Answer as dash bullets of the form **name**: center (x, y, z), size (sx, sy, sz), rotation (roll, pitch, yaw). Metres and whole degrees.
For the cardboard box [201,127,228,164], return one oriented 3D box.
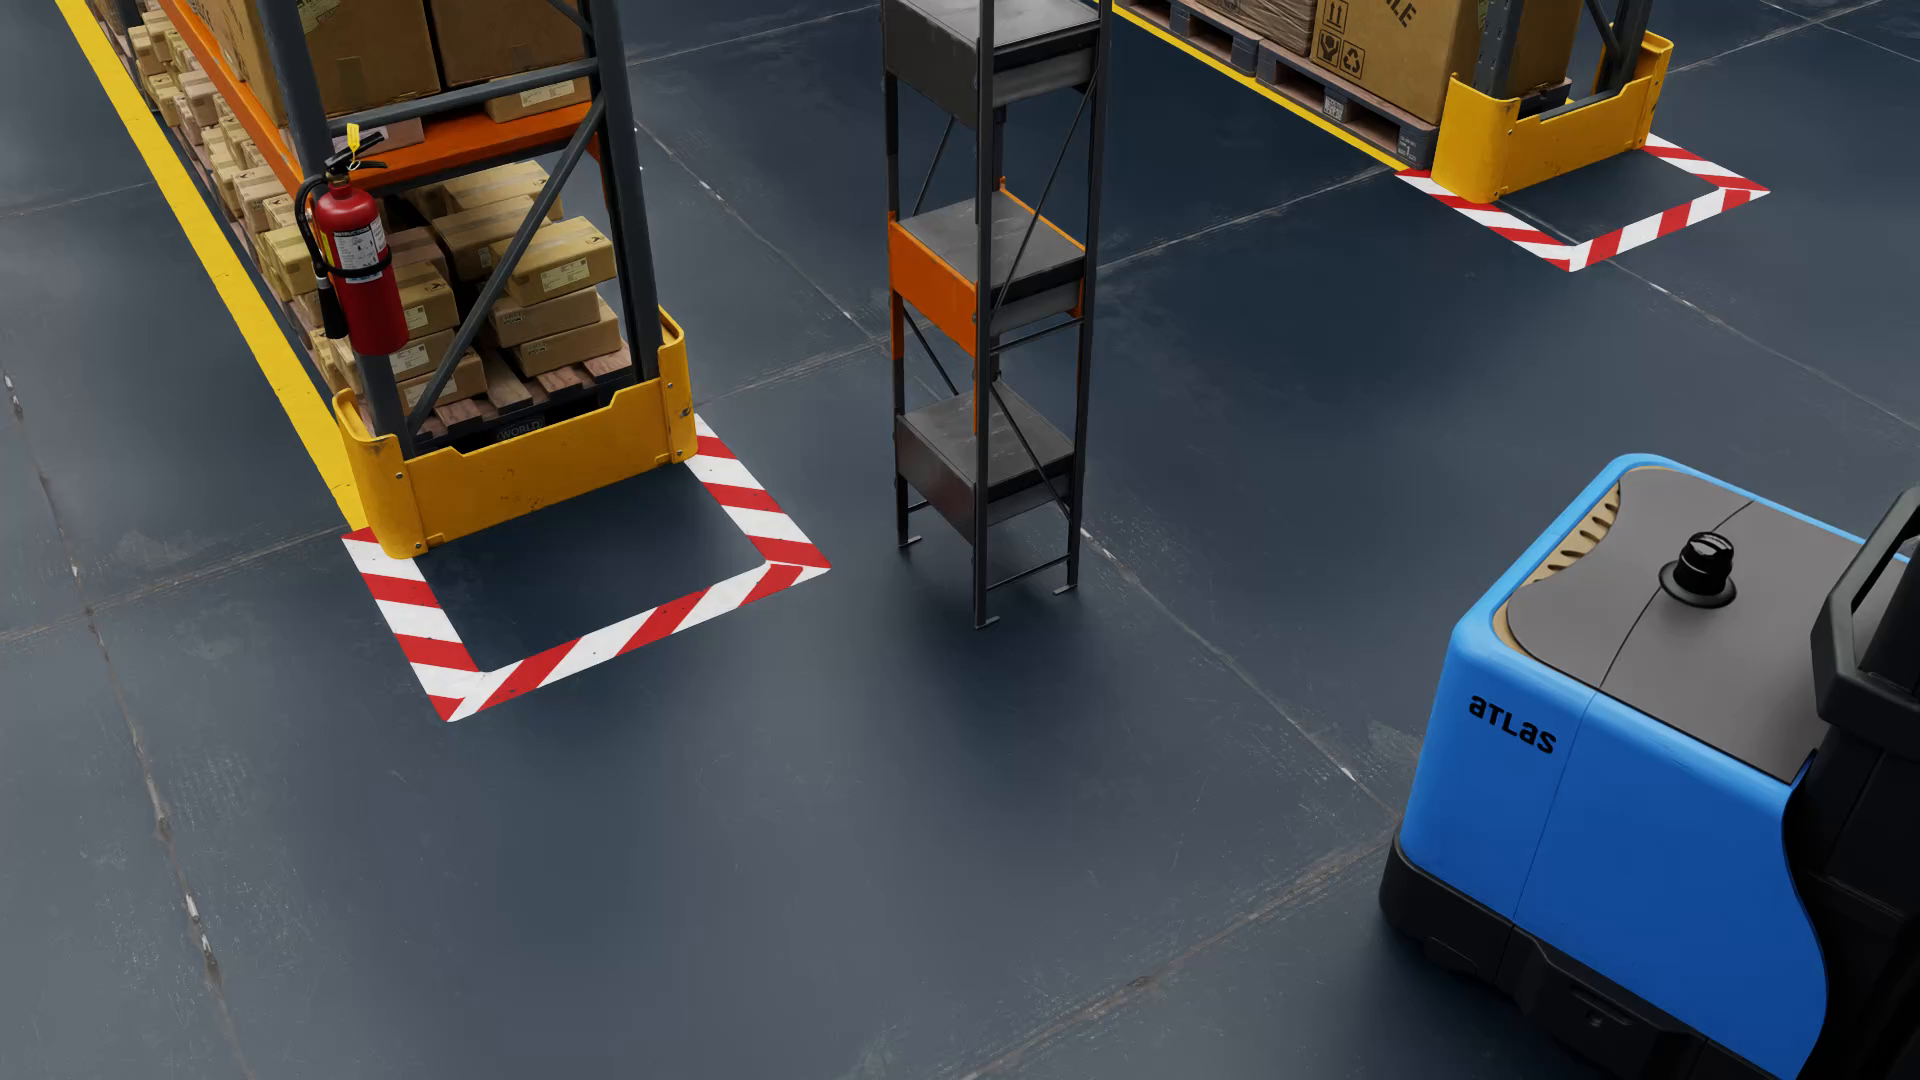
- **cardboard box**: center (-2.987, -1.670, 7.077), size (0.380, 0.149, 0.250), rotation (-23, 45, -25)

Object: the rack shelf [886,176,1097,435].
- **rack shelf**: center (0.089, -0.707, 4.979), size (0.431, 0.518, 0.480), rotation (-22, 45, -24)

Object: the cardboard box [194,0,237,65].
- **cardboard box**: center (-2.219, -1.909, 5.387), size (0.500, 0.500, 0.500), rotation (-23, 45, -25)

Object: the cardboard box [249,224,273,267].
- **cardboard box**: center (-2.582, -1.244, 6.567), size (0.380, 0.149, 0.250), rotation (-22, 44, -24)

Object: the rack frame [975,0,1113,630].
- **rack frame**: center (0.220, -0.586, 4.813), size (0.400, 2.100, 0.015), rotation (-22, 45, -24)

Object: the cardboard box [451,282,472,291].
- **cardboard box**: center (-1.848, -1.026, 6.537), size (0.380, 0.149, 0.250), rotation (-22, 44, -24)

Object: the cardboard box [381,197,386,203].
- **cardboard box**: center (-2.309, -1.561, 6.947), size (0.380, 0.149, 0.250), rotation (-20, 44, -22)

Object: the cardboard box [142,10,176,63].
- **cardboard box**: center (-3.530, -2.350, 7.661), size (0.380, 0.149, 0.250), rotation (-20, 44, -22)

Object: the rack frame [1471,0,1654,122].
- **rack frame**: center (2.749, -2.975, 6.977), size (1.000, 3.000, 0.127), rotation (-22, 45, -24)

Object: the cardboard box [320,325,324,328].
- **cardboard box**: center (-2.239, -0.877, 6.358), size (0.380, 0.149, 0.250), rotation (-22, 45, -25)

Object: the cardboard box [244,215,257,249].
- **cardboard box**: center (-2.703, -1.276, 6.837), size (0.380, 0.149, 0.250), rotation (-21, 44, -24)

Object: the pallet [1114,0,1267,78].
- **pallet**: center (1.601, -2.966, 9.145), size (1.003, 0.211, 1.213), rotation (-22, 45, -24)

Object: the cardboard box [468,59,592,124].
- **cardboard box**: center (-1.385, -1.513, 5.419), size (0.380, 0.149, 0.250), rotation (-23, 45, -25)

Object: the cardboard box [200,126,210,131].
- **cardboard box**: center (-3.214, -1.861, 7.539), size (0.380, 0.149, 0.250), rotation (-23, 45, -25)

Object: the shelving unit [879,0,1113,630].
- **shelving unit**: center (0.089, -0.717, 4.971), size (0.431, 2.100, 0.503), rotation (-22, 45, -24)

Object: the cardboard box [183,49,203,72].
- **cardboard box**: center (-3.193, -2.097, 7.358), size (0.380, 0.149, 0.250), rotation (-23, 45, -25)

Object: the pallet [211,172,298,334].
- **pallet**: center (-2.587, -1.401, 7.266), size (1.003, 0.211, 1.213), rotation (-22, 45, -24)

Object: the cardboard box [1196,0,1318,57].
- **cardboard box**: center (1.848, -3.129, 8.494), size (0.875, 0.875, 0.875), rotation (-22, 45, -24)

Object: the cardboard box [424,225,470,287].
- **cardboard box**: center (-1.859, -1.143, 6.445), size (0.380, 0.149, 0.250), rotation (-22, 44, -24)

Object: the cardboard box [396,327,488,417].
- **cardboard box**: center (-1.946, -0.601, 6.027), size (0.380, 0.149, 0.250), rotation (-21, 44, -24)

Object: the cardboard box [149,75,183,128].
- **cardboard box**: center (-3.570, -2.097, 7.822), size (0.380, 0.149, 0.250), rotation (-21, 44, -23)

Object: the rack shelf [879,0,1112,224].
- **rack shelf**: center (0.089, -1.245, 4.531), size (0.431, 0.518, 0.480), rotation (-22, 45, -24)

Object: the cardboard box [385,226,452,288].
- **cardboard box**: center (-2.072, -0.971, 6.006), size (0.380, 0.149, 0.250), rotation (-21, 44, -24)

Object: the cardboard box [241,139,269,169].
- **cardboard box**: center (-2.644, -1.535, 6.683), size (0.380, 0.149, 0.250), rotation (-24, 45, -26)

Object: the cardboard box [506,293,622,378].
- **cardboard box**: center (-1.499, -0.781, 6.244), size (0.380, 0.149, 0.250), rotation (-21, 44, -24)

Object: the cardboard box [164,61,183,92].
- **cardboard box**: center (-3.501, -2.250, 7.774), size (0.380, 0.149, 0.250), rotation (-22, 45, -24)

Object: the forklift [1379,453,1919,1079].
- **forklift**: center (2.567, 0.298, 3.102), size (3.031, 2.935, 1.130), rotation (29, 48, 30)

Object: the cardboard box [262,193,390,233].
- **cardboard box**: center (-2.405, -1.229, 6.315), size (0.380, 0.149, 0.250), rotation (-24, 45, -26)

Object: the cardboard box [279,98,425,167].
- **cardboard box**: center (-1.901, -1.305, 5.169), size (0.380, 0.149, 0.250), rotation (-22, 45, -24)

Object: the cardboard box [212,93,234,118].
- **cardboard box**: center (-2.909, -1.813, 7.017), size (0.380, 0.149, 0.250), rotation (-24, 45, -26)

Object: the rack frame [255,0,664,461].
- **rack frame**: center (-1.487, -1.322, 4.994), size (1.000, 3.000, 0.127), rotation (-22, 45, -24)

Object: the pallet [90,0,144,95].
- **pallet**: center (-4.058, -2.830, 8.981), size (1.003, 0.211, 1.213), rotation (-22, 45, -24)

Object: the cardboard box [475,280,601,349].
- **cardboard box**: center (-1.553, -0.874, 6.122), size (0.380, 0.149, 0.250), rotation (-20, 44, -23)

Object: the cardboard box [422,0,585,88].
- **cardboard box**: center (-1.496, -1.812, 5.271), size (0.500, 0.500, 0.500), rotation (-20, 44, -22)

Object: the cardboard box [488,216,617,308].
- **cardboard box**: center (-1.483, -1.017, 6.061), size (0.380, 0.149, 0.250), rotation (-24, 46, -26)

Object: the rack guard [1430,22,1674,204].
- **rack guard**: center (2.762, -2.002, 7.762), size (1.175, 0.500, 0.348), rotation (-22, 45, -24)

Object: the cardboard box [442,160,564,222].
- **cardboard box**: center (-1.760, -1.304, 6.406), size (0.380, 0.149, 0.250), rotation (-22, 45, -25)

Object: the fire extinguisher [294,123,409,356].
- **fire extinguisher**: center (-1.741, -0.855, 4.784), size (0.296, 0.674, 0.183), rotation (-22, 45, -24)

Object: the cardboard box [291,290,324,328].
- **cardboard box**: center (-2.293, -0.969, 6.237), size (0.380, 0.149, 0.250), rotation (-24, 45, -26)
